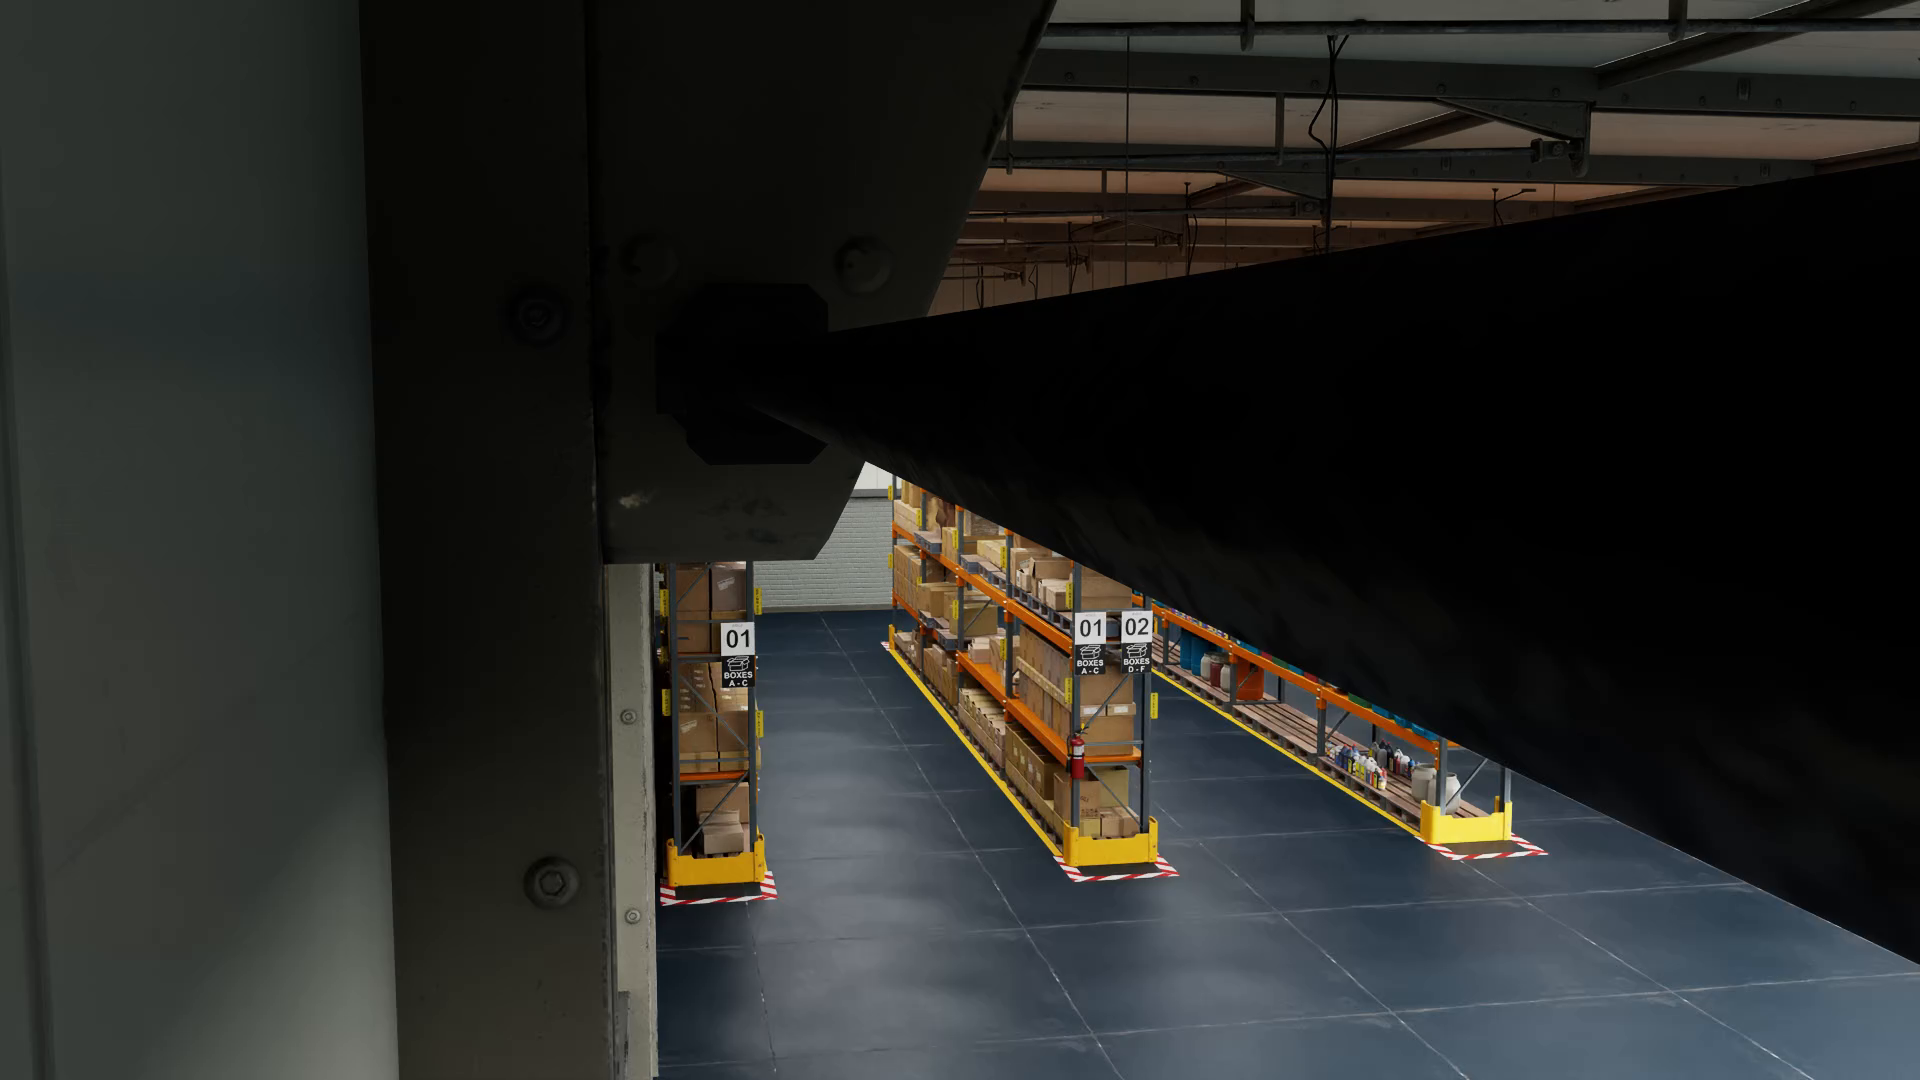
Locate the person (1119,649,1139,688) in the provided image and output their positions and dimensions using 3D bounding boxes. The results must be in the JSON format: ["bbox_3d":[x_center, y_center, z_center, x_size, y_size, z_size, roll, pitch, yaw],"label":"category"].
[{"bbox_3d":[3.234,2.152,31.054,0.533,1.613,0.706,-1,6,-8],"label":"person"}]
